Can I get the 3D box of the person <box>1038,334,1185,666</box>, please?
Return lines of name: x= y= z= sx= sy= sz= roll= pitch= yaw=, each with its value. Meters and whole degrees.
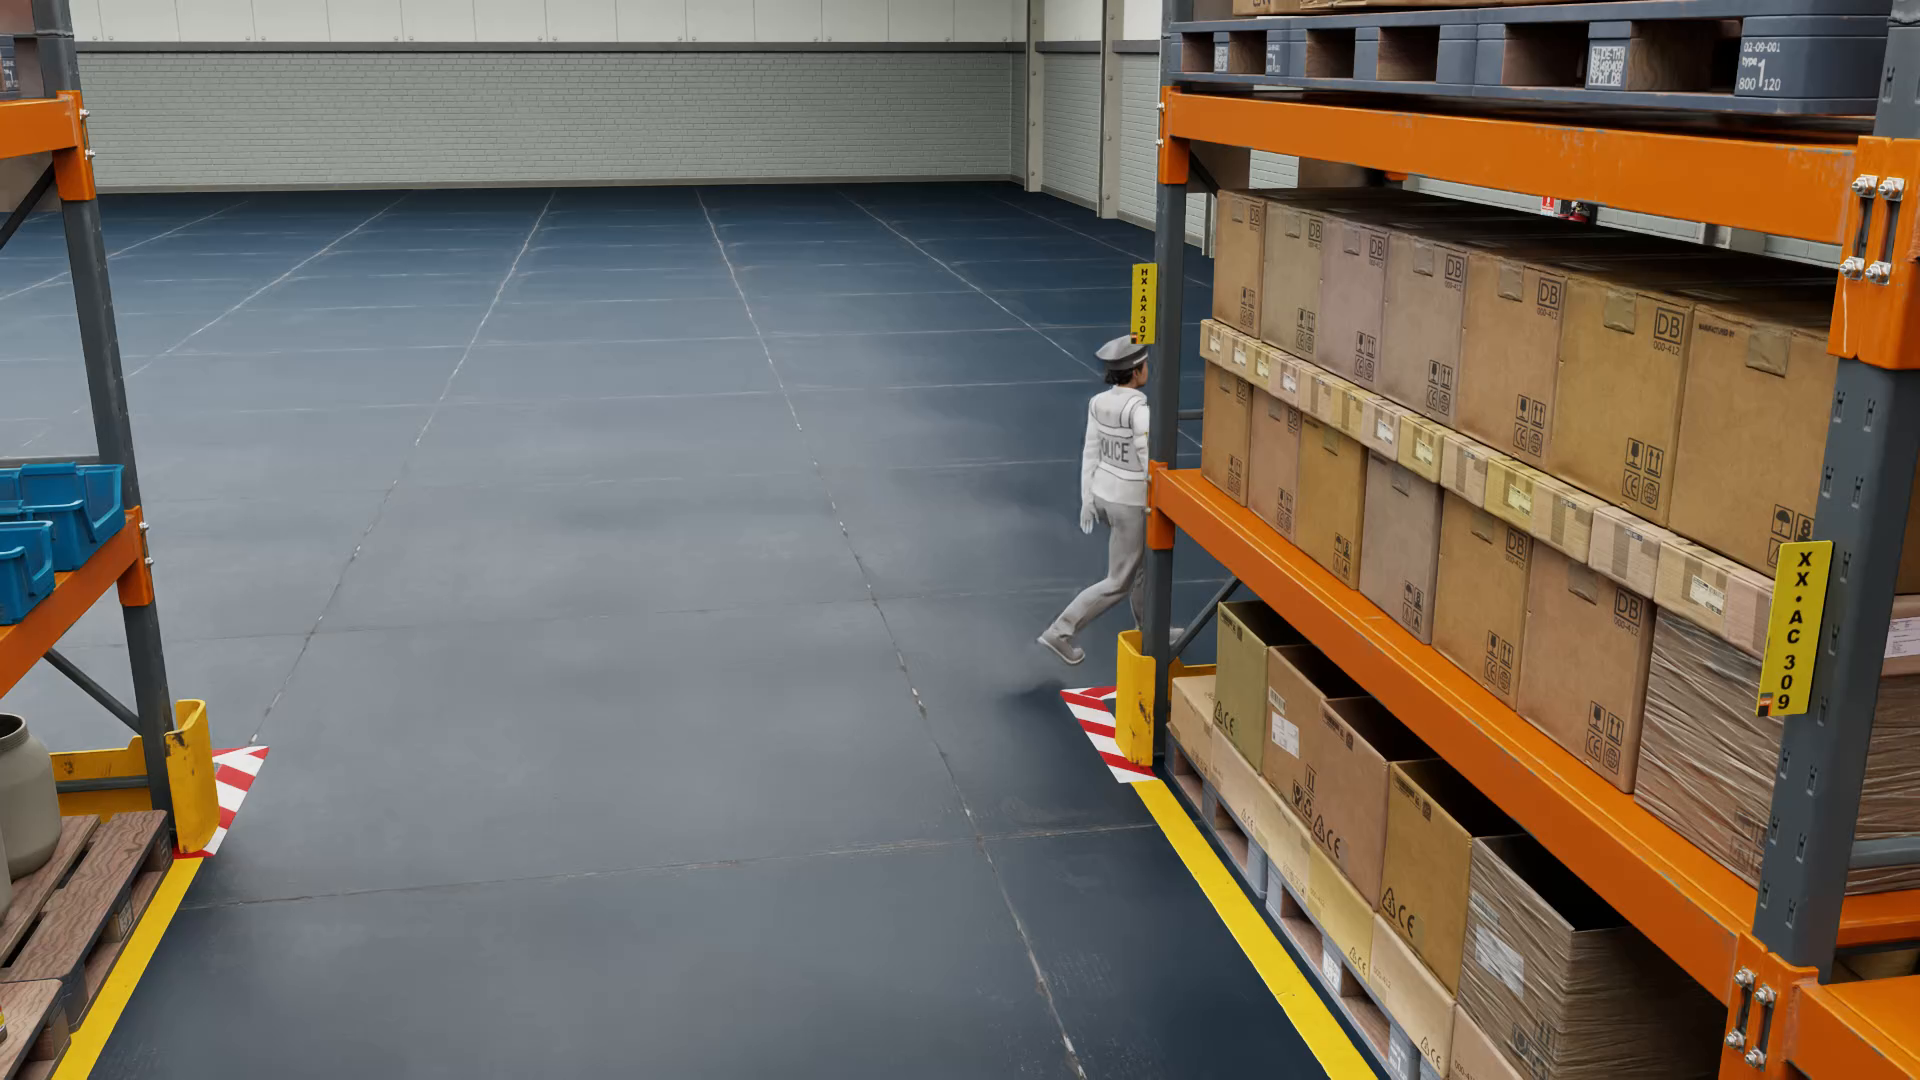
person: x=0.787 y=-0.182 z=8.104 sx=0.944 sy=1.647 sz=0.494 roll=-8 pitch=18 yaw=-24
